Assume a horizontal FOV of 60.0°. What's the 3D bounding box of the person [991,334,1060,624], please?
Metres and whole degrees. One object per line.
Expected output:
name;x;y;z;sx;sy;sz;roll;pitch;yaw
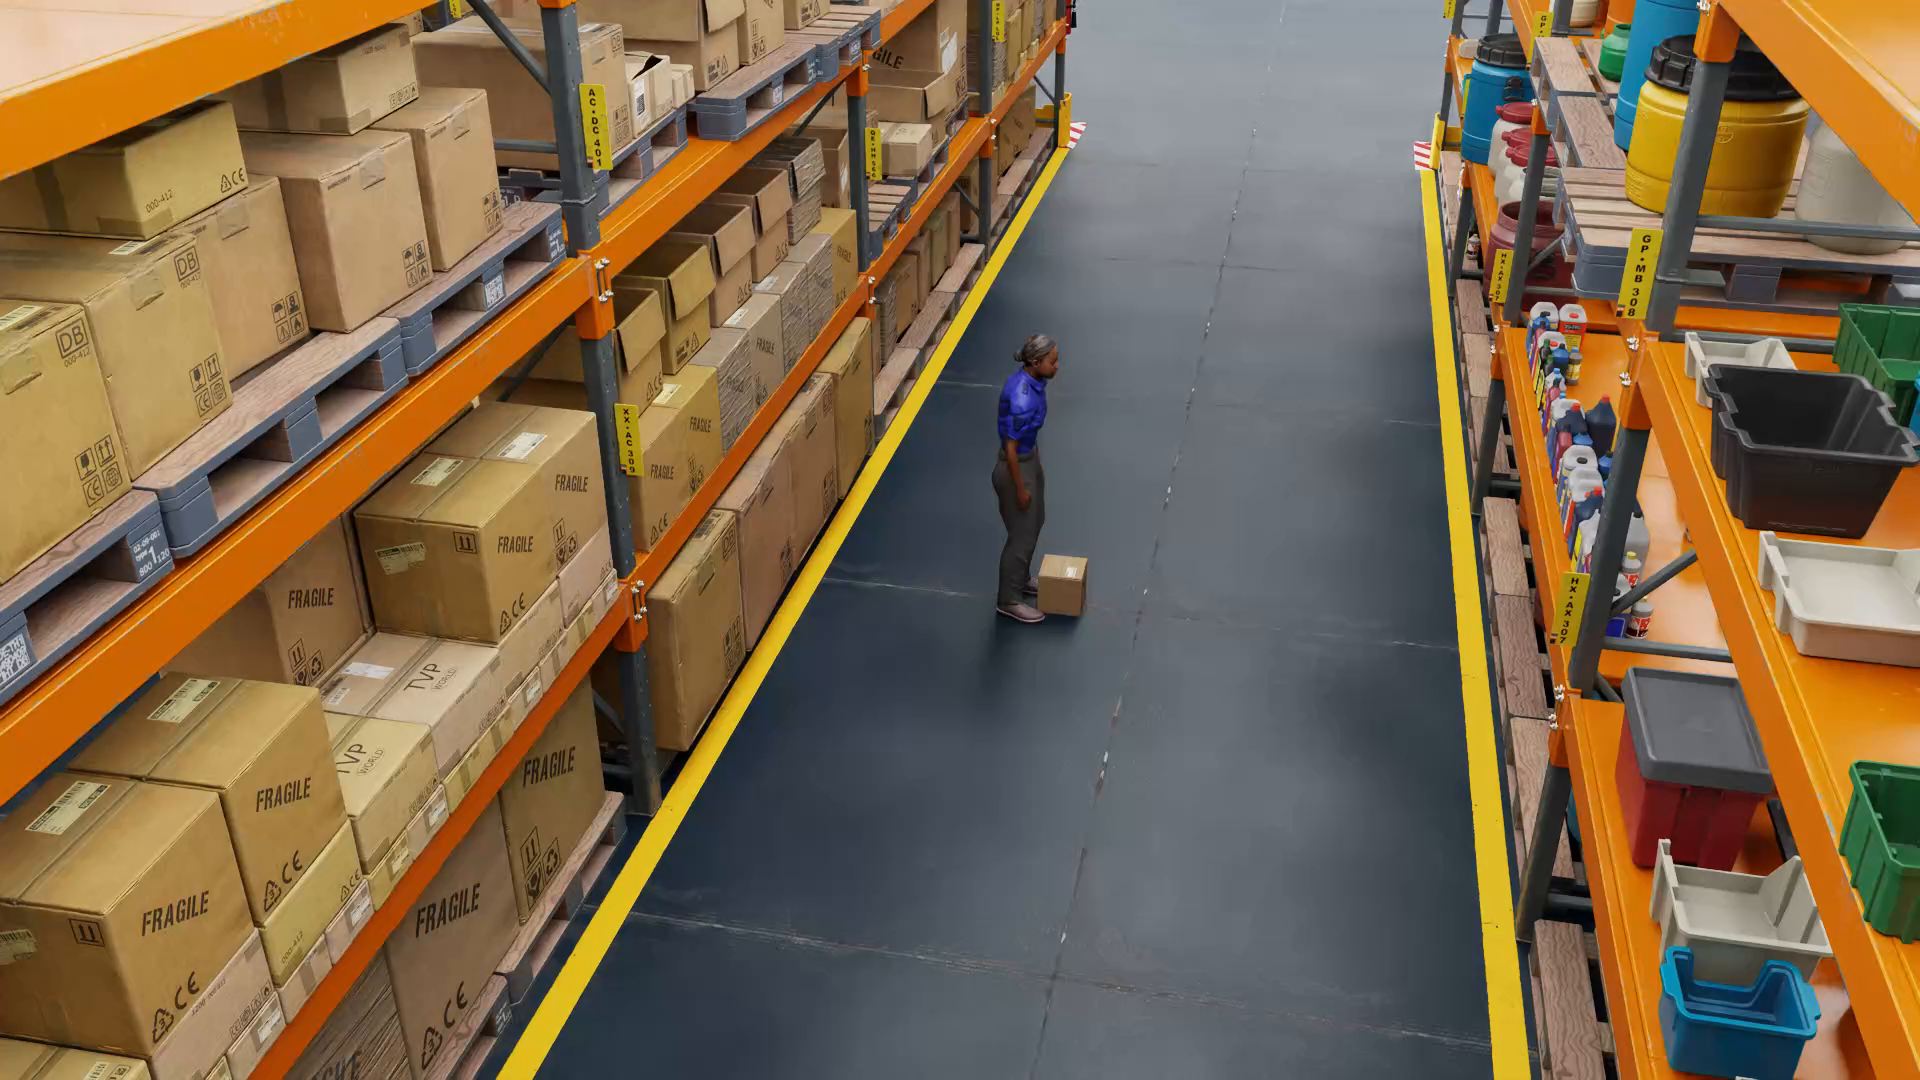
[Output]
person;0.363;-0.372;9.289;0.349;1.655;0.509;6;30;11
